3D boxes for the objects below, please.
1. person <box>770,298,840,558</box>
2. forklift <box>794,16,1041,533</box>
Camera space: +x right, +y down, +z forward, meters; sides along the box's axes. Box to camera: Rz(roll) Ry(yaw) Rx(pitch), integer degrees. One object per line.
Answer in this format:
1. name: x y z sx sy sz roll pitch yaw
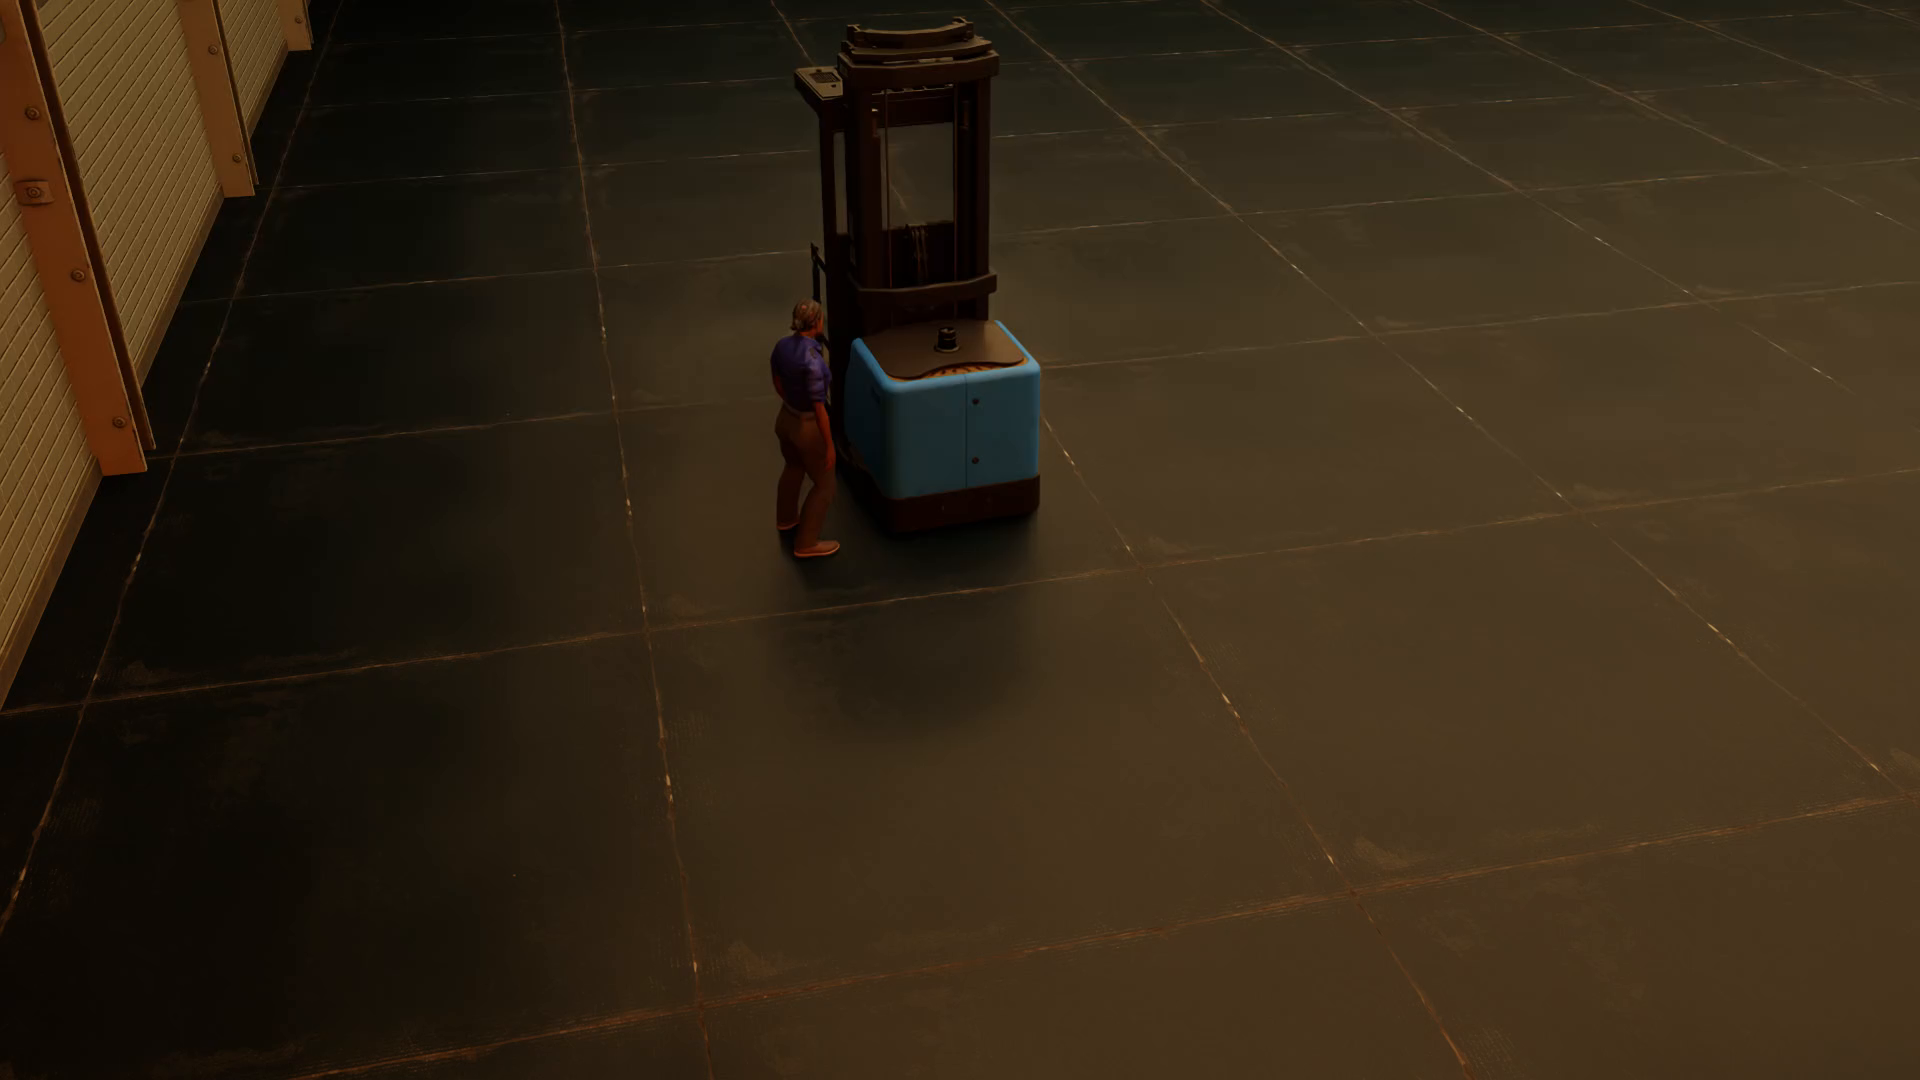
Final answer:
1. person: -0.930 -0.691 10.069 0.381 1.634 0.700 -21 36 -31
2. forklift: -0.429 -2.040 11.098 1.130 2.935 3.031 -9 31 -16
